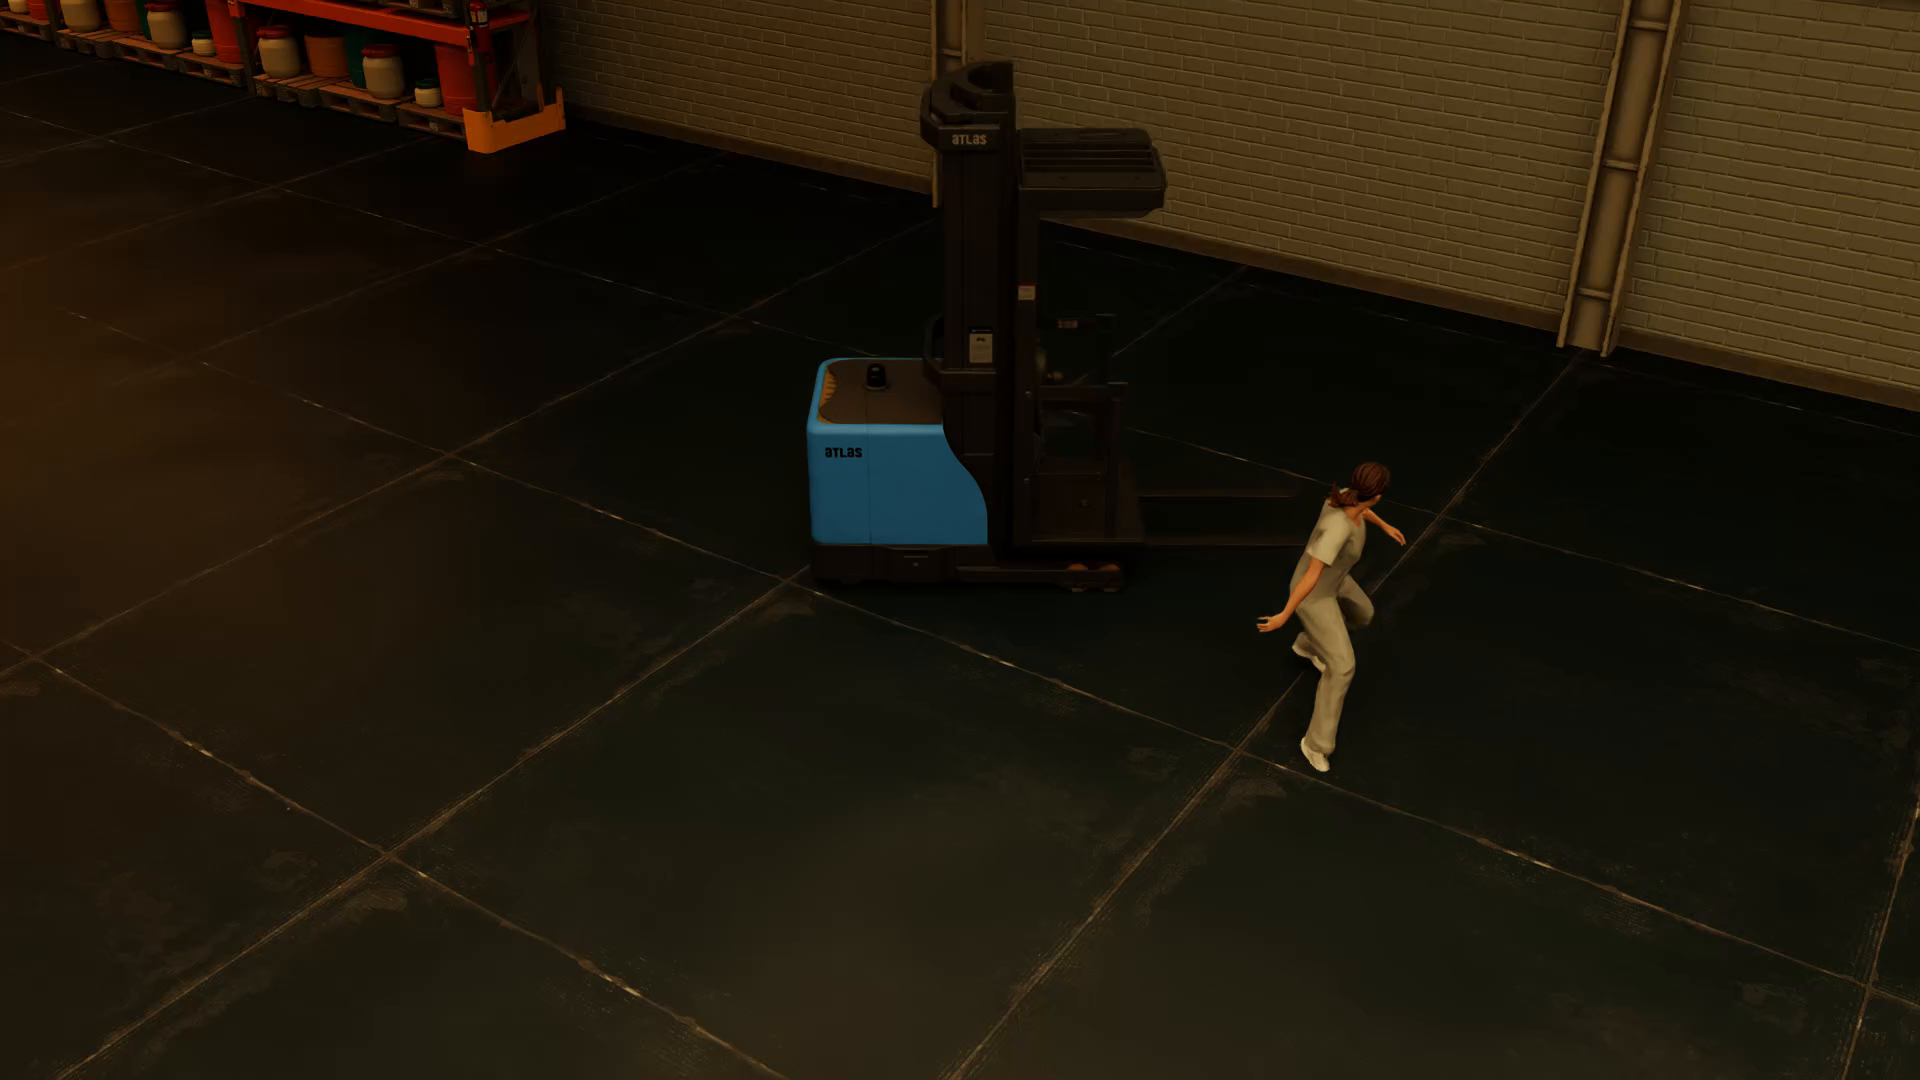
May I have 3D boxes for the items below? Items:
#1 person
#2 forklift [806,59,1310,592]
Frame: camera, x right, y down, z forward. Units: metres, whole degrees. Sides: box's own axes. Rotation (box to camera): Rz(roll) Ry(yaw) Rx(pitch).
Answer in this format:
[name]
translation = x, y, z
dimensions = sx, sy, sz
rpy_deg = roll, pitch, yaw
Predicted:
[person]
translation = 1.904, 0.324, 8.541
dimensions = 0.525, 1.624, 0.989
rpy_deg = 14, 33, 22
[forklift]
translation = 0.622, -1.224, 9.690
dimensions = 3.031, 2.935, 1.130
rpy_deg = 0, 30, 0
